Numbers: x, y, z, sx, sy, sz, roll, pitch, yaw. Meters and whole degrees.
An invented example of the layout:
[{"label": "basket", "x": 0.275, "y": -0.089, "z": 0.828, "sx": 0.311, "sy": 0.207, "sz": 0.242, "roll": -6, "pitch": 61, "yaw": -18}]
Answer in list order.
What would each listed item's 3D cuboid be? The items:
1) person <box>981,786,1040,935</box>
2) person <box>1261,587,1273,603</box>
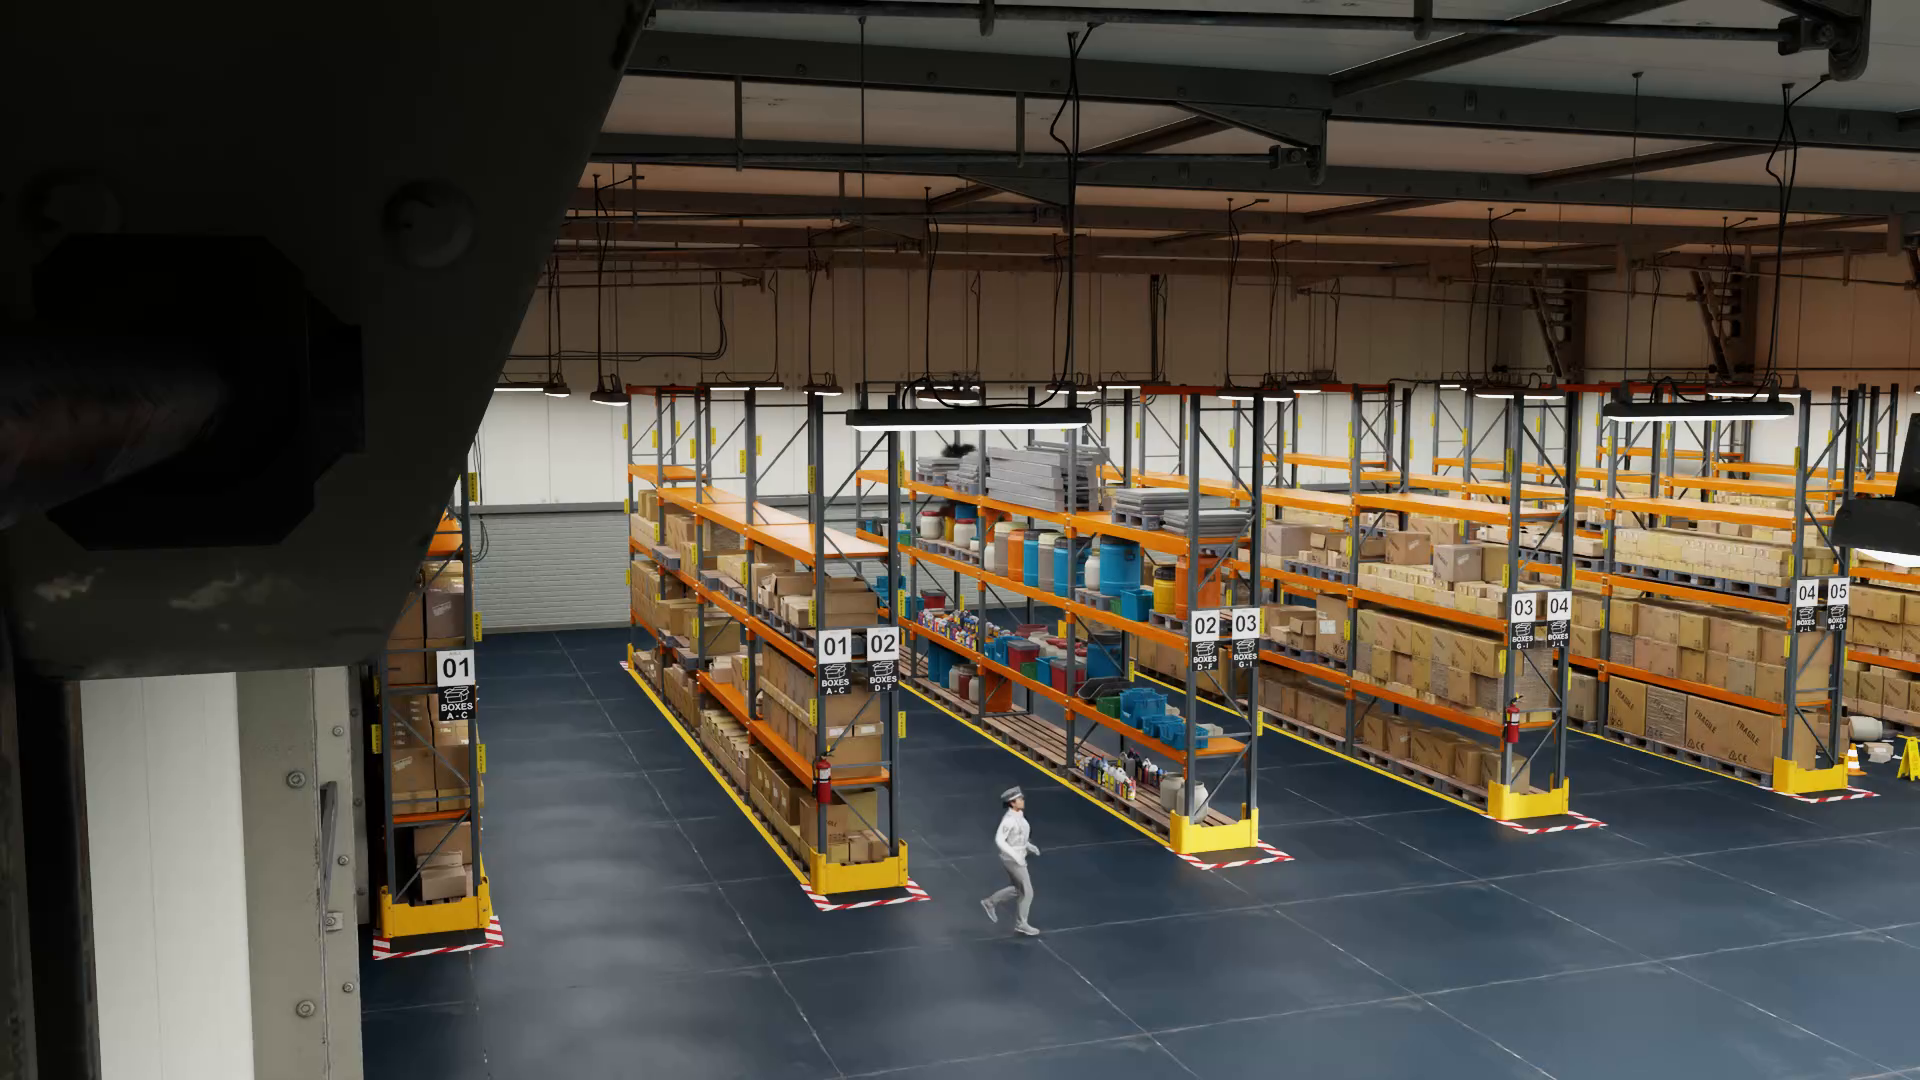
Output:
[{"label": "person", "x": 0.554, "y": 3.579, "z": 18.642, "sx": 0.688, "sy": 1.681, "sz": 0.640, "roll": 1, "pitch": 6, "yaw": 12}, {"label": "person", "x": 7.658, "y": 1.213, "z": 41.445, "sx": 0.793, "sy": 1.748, "sz": 0.617, "roll": -2, "pitch": 6, "yaw": -22}]
